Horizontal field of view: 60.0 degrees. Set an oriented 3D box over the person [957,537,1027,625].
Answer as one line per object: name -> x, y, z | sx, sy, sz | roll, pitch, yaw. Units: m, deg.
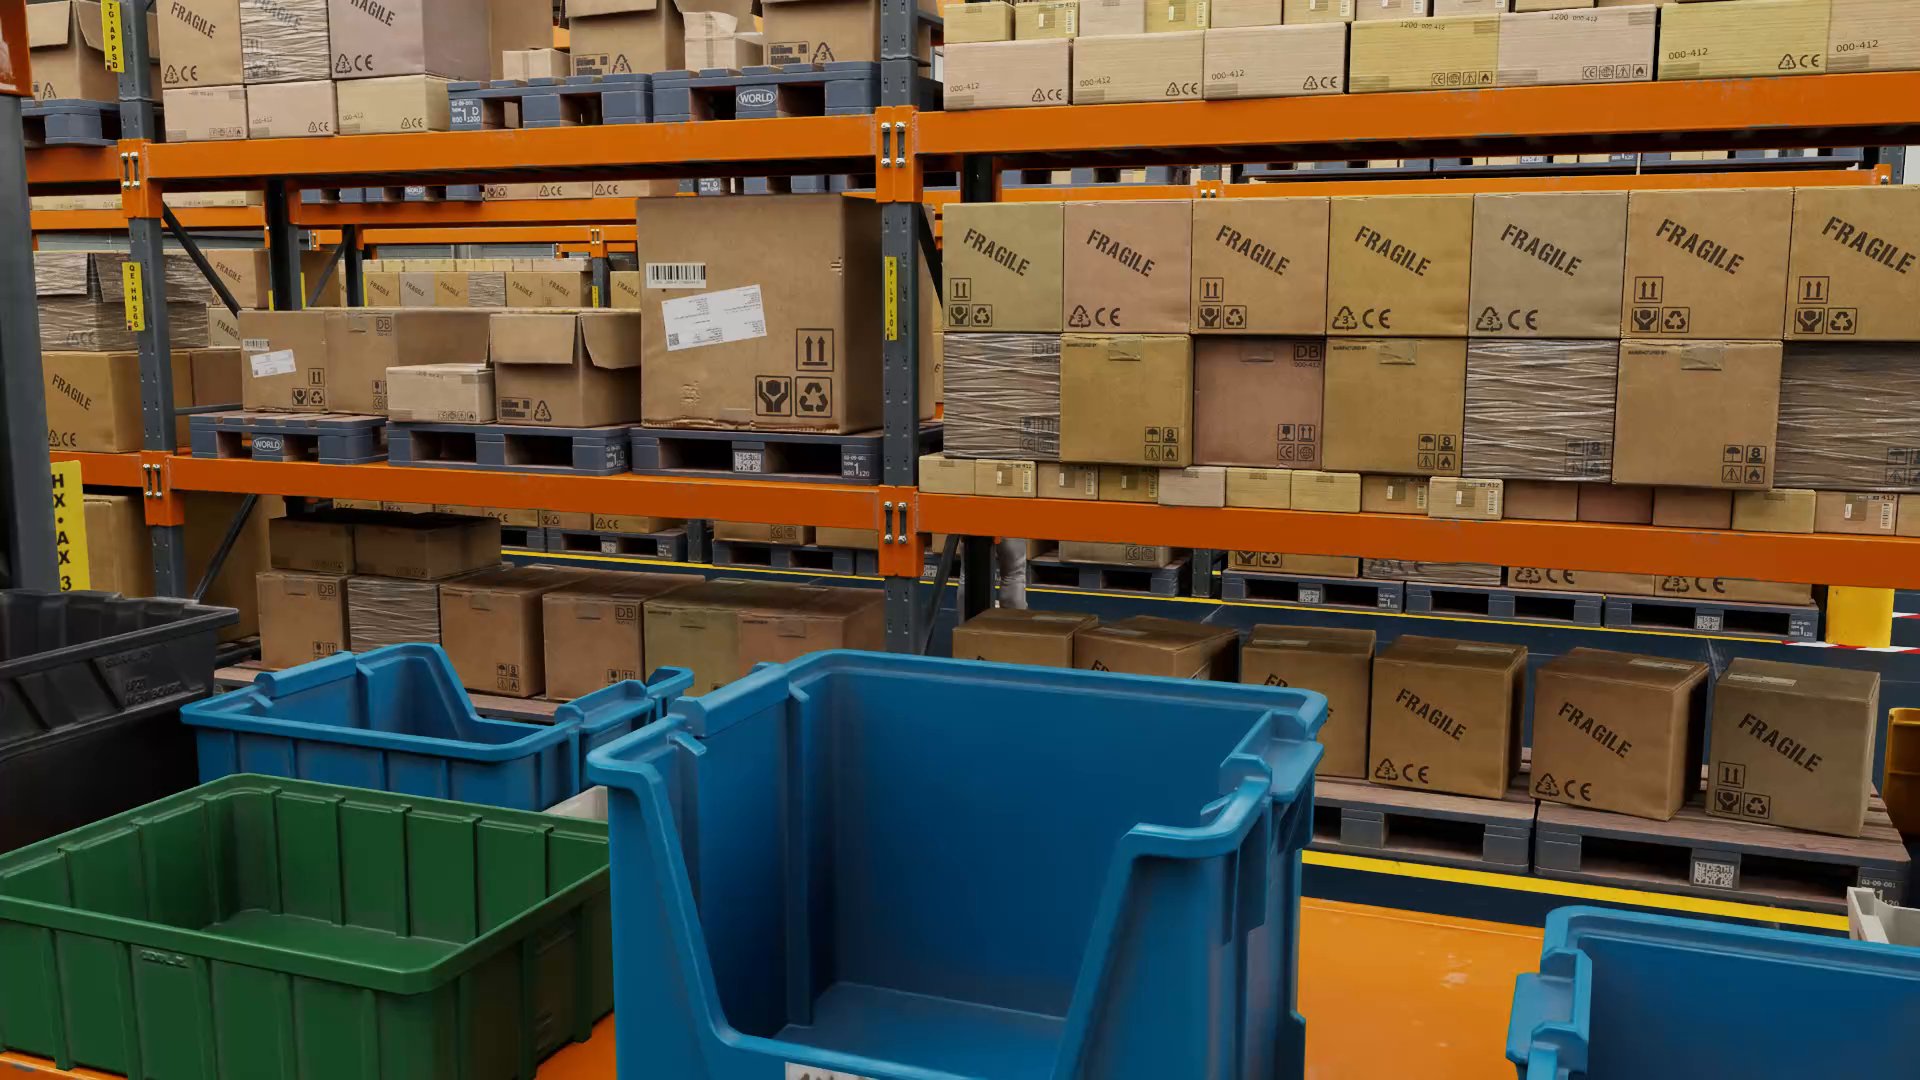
person -> 0.180, -0.200, 9.607 | 0.625, 1.760, 0.460 | 3, 9, 20
